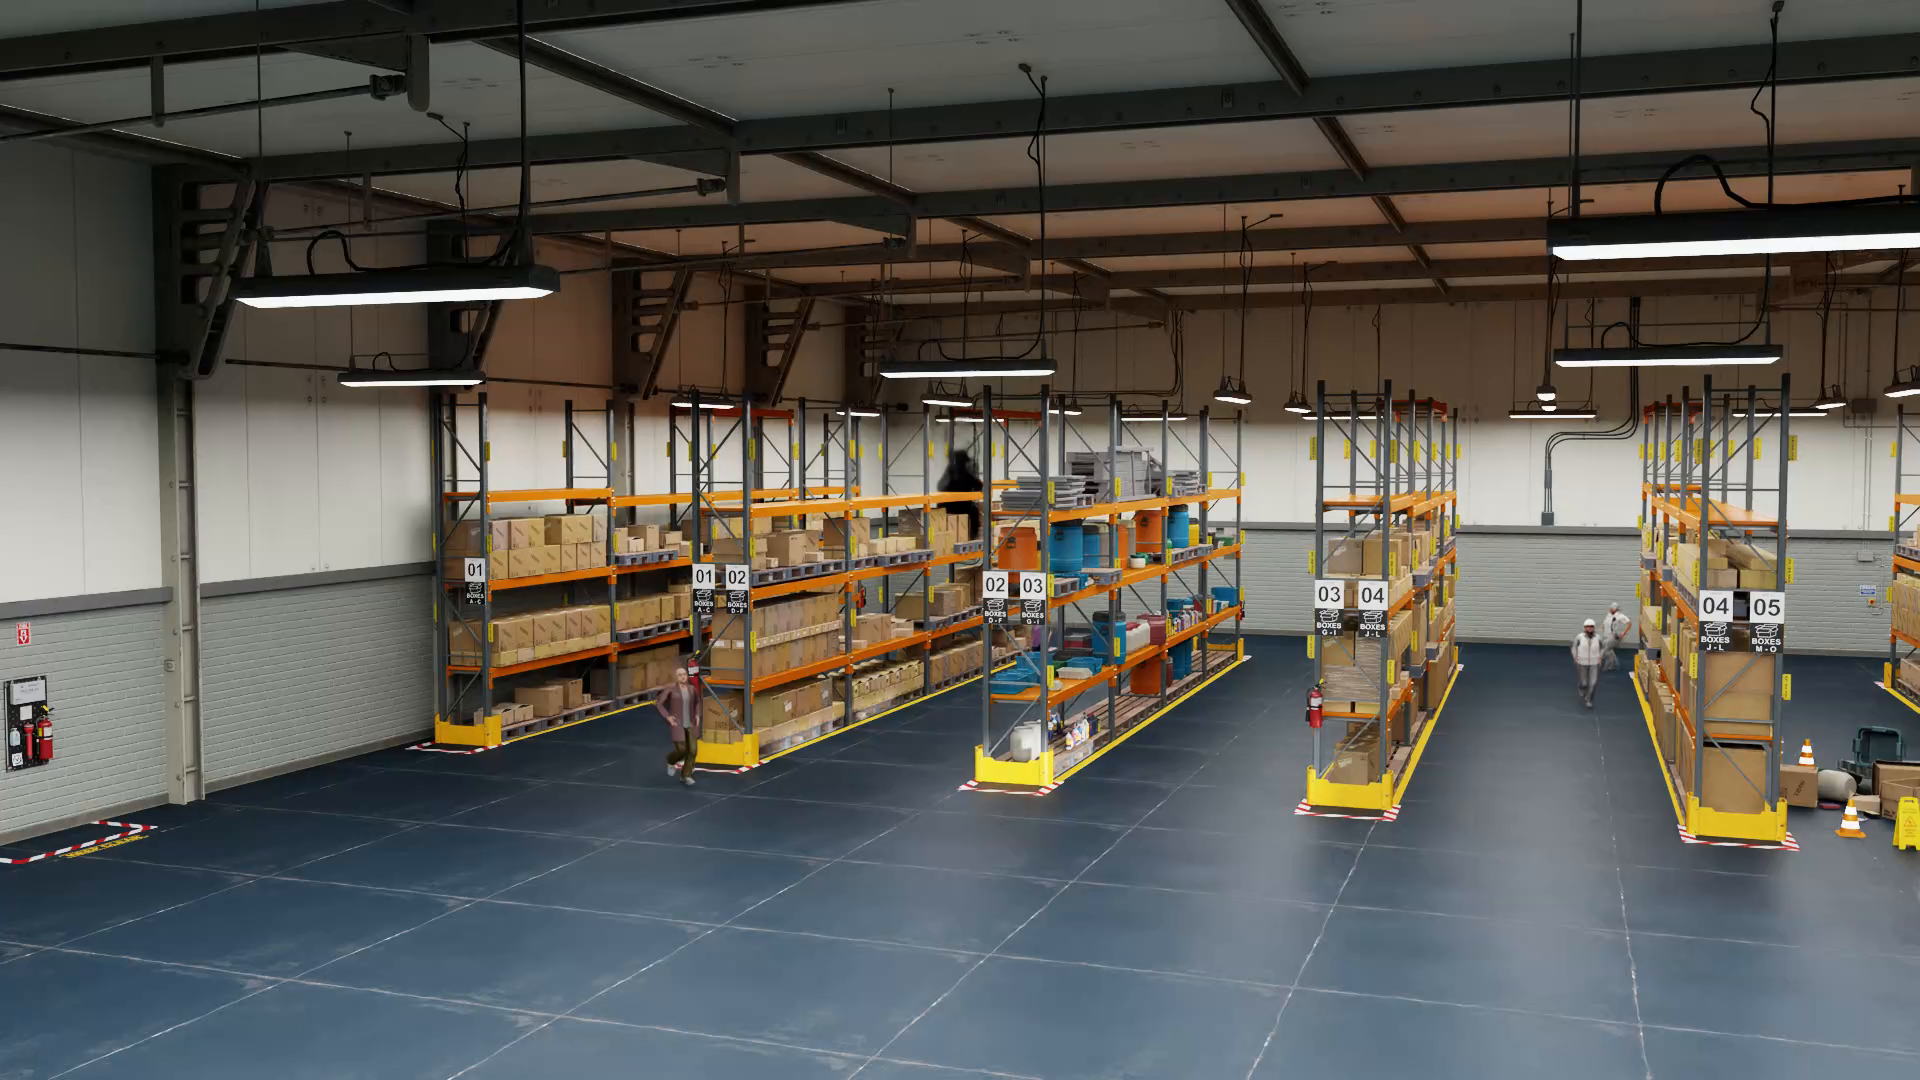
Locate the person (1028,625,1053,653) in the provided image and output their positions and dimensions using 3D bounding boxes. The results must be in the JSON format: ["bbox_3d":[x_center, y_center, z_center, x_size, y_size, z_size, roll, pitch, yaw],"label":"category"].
[{"bbox_3d":[1.729,2.306,35.948,0.538,1.580,0.790,0,3,9],"label":"person"}]

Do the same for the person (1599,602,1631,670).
[{"bbox_3d":[14.876,2.208,37.897,0.656,1.595,0.764,-1,3,-11],"label":"person"}]

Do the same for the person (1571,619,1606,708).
[{"bbox_3d":[12.358,2.406,32.695,0.647,1.727,0.637,1,3,16],"label":"person"}]

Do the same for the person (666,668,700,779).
[{"bbox_3d":[-4.213,2.767,25.128,0.688,1.660,0.567,-2,4,-35],"label":"person"}]
